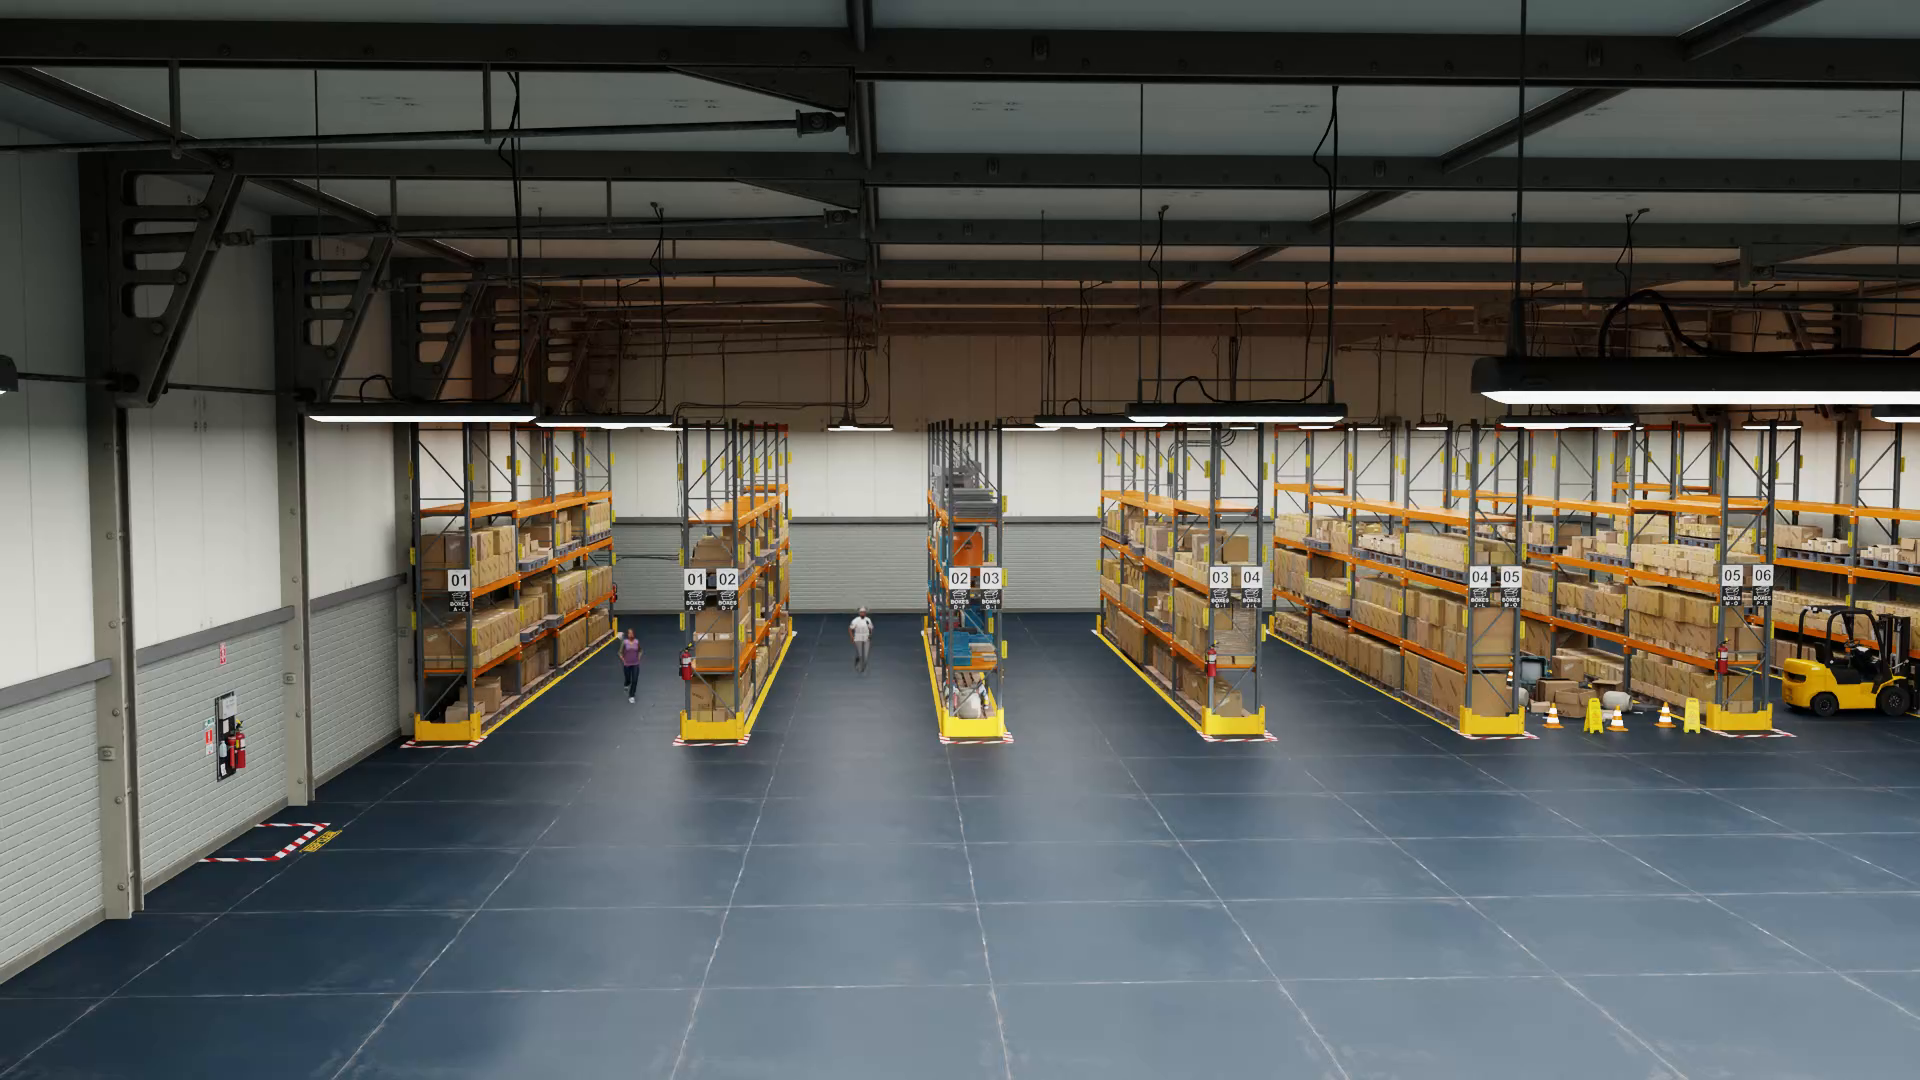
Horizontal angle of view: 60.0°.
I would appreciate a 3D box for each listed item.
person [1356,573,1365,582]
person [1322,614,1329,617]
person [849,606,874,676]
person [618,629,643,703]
[{"bbox_3d":[11.451,1.807,47.501,0.678,1.718,0.632,-1,4,-21],"label":"person"},{"bbox_3d":[10.832,1.710,49.528,0.705,1.729,0.630,-2,4,-23],"label":"person"},{"bbox_3d":[-2.309,2.388,39.308,0.580,1.655,0.557,-1,4,-15],"label":"person"},{"bbox_3d":[-7.032,2.672,35.561,0.536,1.565,0.651,-1,4,-20],"label":"person"}]
